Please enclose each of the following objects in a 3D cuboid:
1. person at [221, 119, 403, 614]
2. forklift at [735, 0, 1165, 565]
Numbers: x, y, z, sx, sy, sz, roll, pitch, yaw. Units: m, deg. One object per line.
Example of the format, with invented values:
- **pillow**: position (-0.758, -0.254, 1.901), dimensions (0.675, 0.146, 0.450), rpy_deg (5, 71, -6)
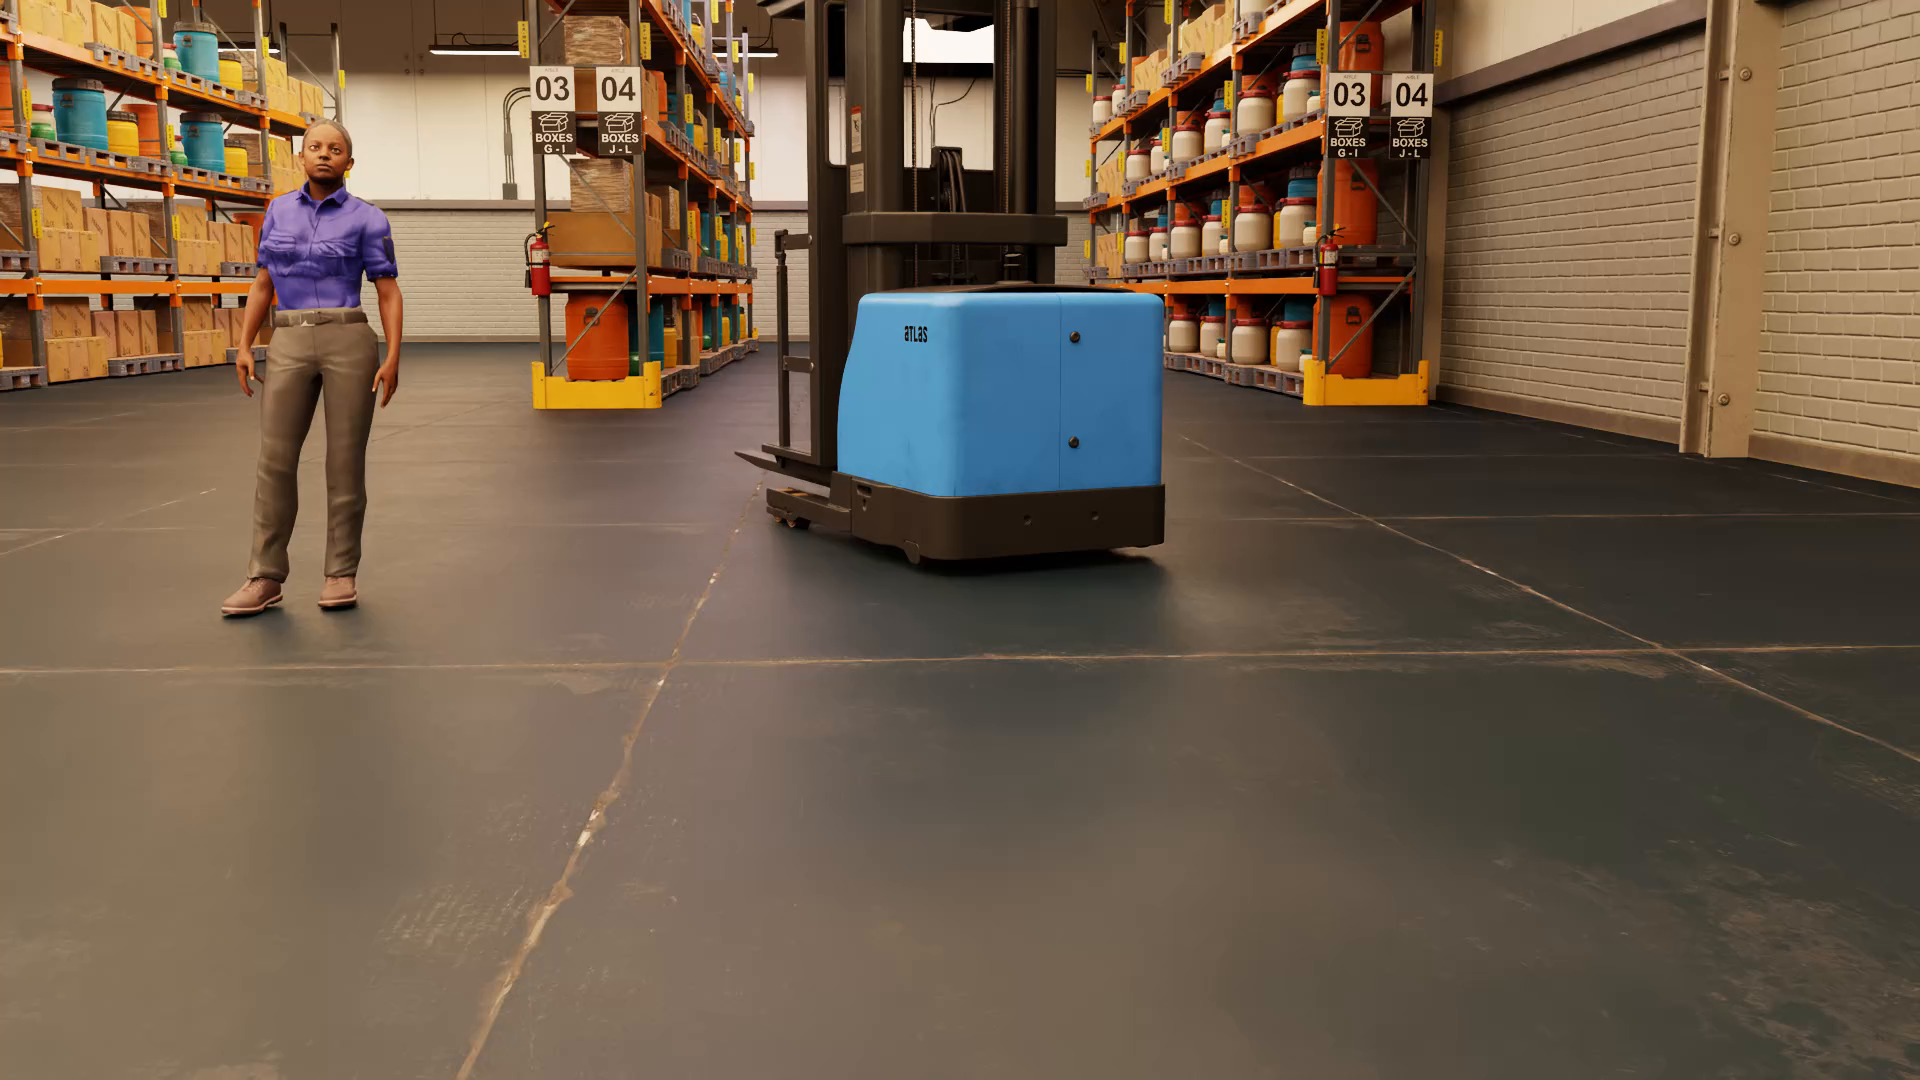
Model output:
- **person**: position (-2.210, -0.600, 5.669), dimensions (0.570, 1.654, 0.504), rpy_deg (-1, 8, -5)
- **forklift**: position (-0.264, -1.530, 7.637), dimensions (1.130, 2.935, 3.031), rpy_deg (-4, 9, -25)
